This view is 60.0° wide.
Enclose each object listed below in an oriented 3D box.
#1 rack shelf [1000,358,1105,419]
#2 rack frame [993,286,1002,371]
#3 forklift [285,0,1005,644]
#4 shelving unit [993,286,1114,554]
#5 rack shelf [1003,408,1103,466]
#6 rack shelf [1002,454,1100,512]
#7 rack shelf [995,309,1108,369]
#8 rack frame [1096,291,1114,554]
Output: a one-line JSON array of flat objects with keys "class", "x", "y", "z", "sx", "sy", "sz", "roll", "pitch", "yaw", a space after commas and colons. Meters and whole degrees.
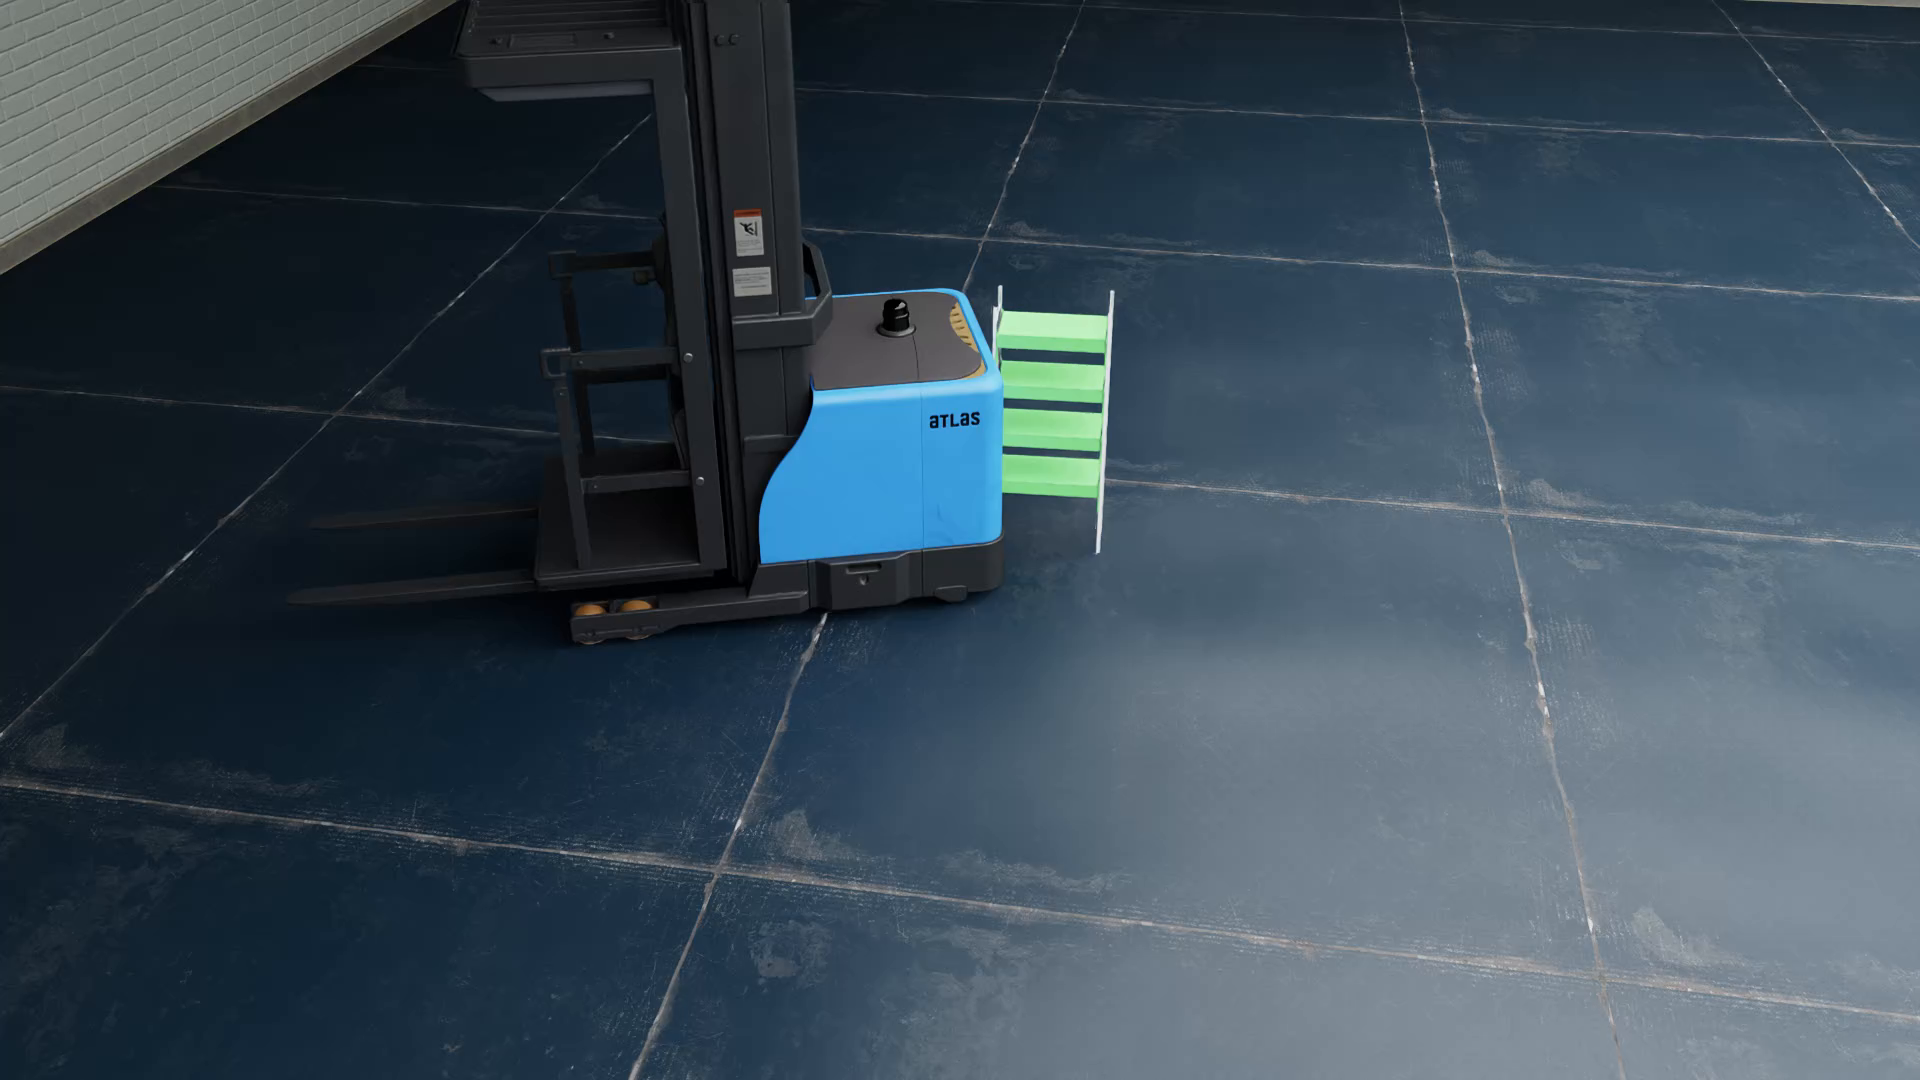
[{"class": "rack shelf", "x": 0.404, "y": -0.674, "z": 7.363, "sx": 0.480, "sy": 0.148, "sz": 0.258, "roll": 4, "pitch": 32, "yaw": 6}, {"class": "rack frame", "x": 0.162, "y": -0.539, "z": 7.481, "sx": 0.015, "sy": 1.200, "sz": 0.240, "roll": 4, "pitch": 32, "yaw": 6}, {"class": "forklift", "x": -1.373, "y": -1.104, "z": 6.751, "sx": 3.031, "sy": 2.935, "sz": 1.130, "roll": -5, "pitch": 32, "yaw": -8}, {"class": "shelving unit", "x": 0.404, "y": -0.524, "z": 7.457, "sx": 0.503, "sy": 1.200, "sz": 0.258, "roll": 4, "pitch": 32, "yaw": 6}, {"class": "rack shelf", "x": 0.404, "y": -0.470, "z": 7.491, "sx": 0.480, "sy": 0.148, "sz": 0.258, "roll": 4, "pitch": 32, "yaw": 6}, {"class": "rack shelf", "x": 0.404, "y": -0.267, "z": 7.618, "sx": 0.480, "sy": 0.148, "sz": 0.258, "roll": 4, "pitch": 32, "yaw": 6}, {"class": "rack shelf", "x": 0.404, "y": -0.877, "z": 7.236, "sx": 0.480, "sy": 0.148, "sz": 0.258, "roll": 4, "pitch": 32, "yaw": 6}, {"class": "rack frame", "x": 0.647, "y": -0.509, "z": 7.433, "sx": 0.015, "sy": 1.200, "sz": 0.240, "roll": 4, "pitch": 32, "yaw": 6}]
